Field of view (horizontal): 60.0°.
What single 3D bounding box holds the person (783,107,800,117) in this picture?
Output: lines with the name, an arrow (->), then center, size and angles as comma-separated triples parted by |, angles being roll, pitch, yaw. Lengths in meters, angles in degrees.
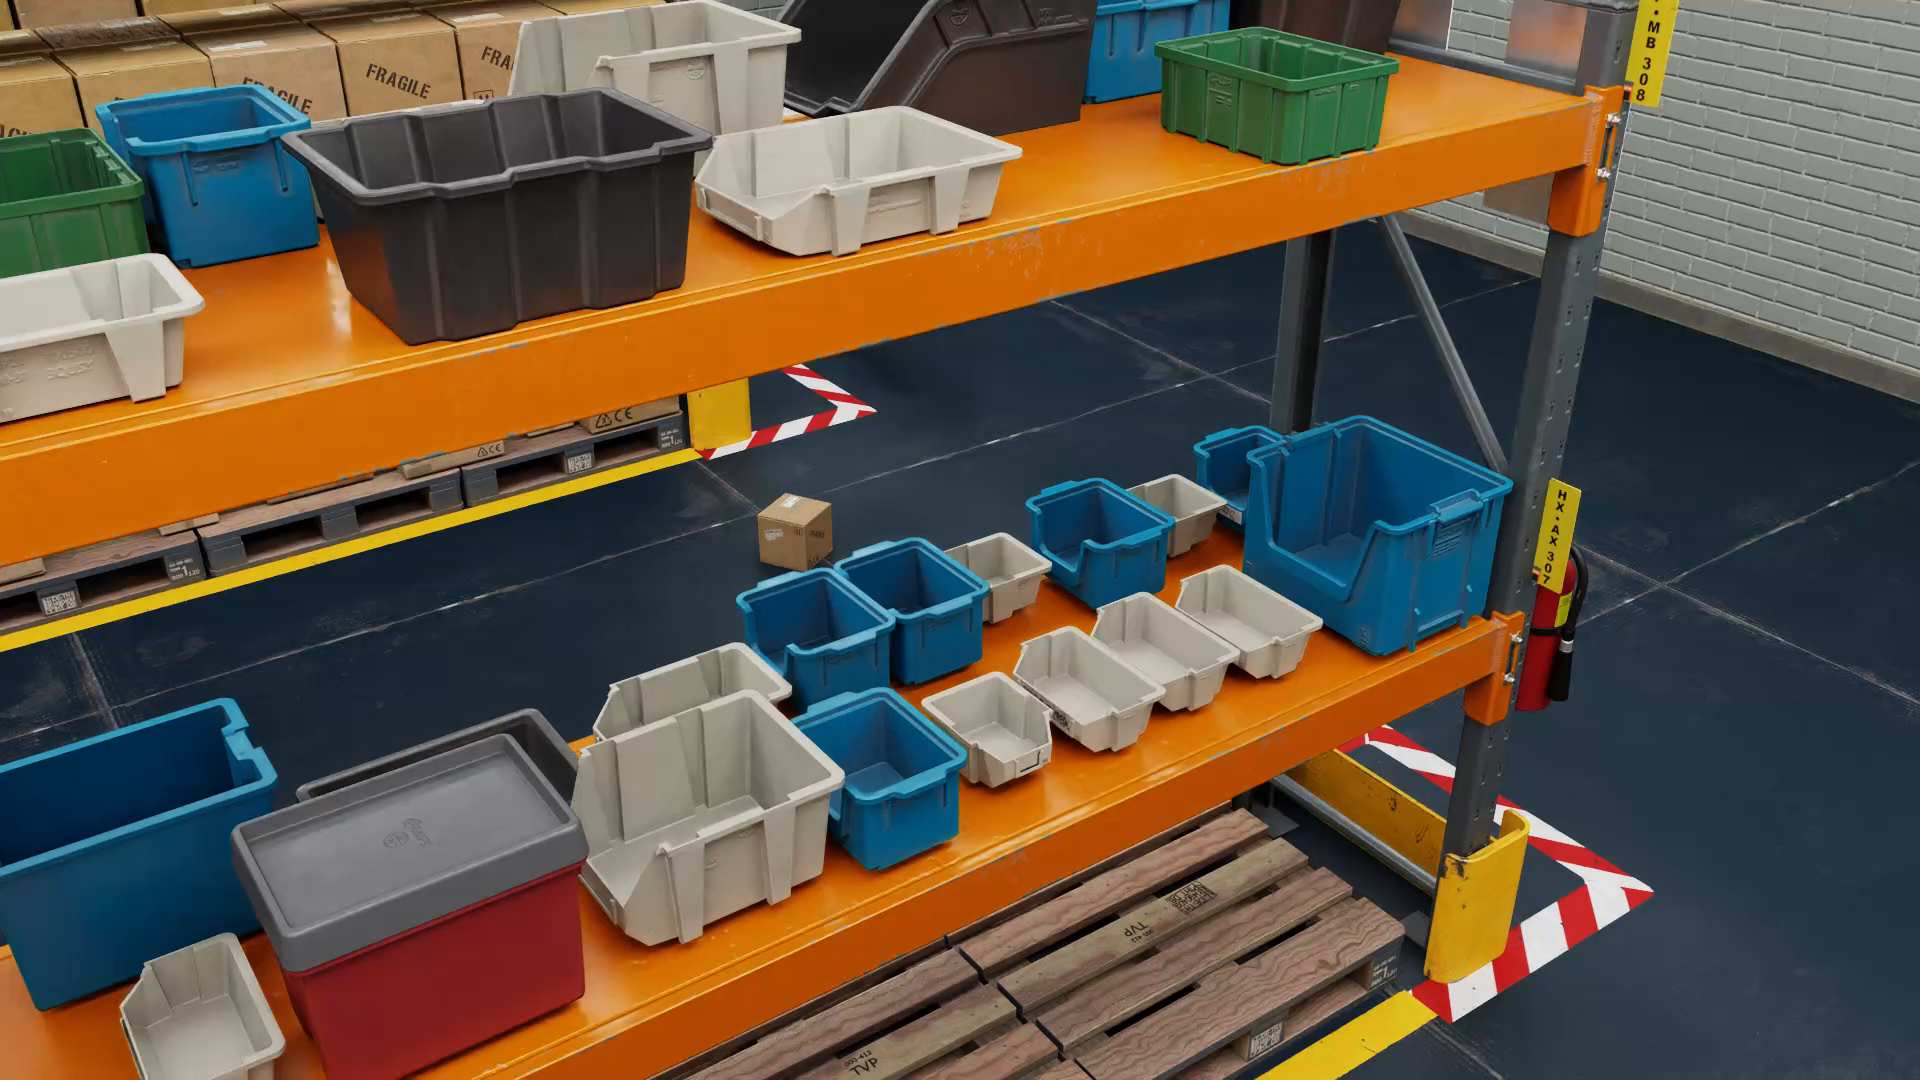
person -> -0.908, -2.038, 9.921 | 0.719, 1.837, 0.597 | 25, 37, 38
